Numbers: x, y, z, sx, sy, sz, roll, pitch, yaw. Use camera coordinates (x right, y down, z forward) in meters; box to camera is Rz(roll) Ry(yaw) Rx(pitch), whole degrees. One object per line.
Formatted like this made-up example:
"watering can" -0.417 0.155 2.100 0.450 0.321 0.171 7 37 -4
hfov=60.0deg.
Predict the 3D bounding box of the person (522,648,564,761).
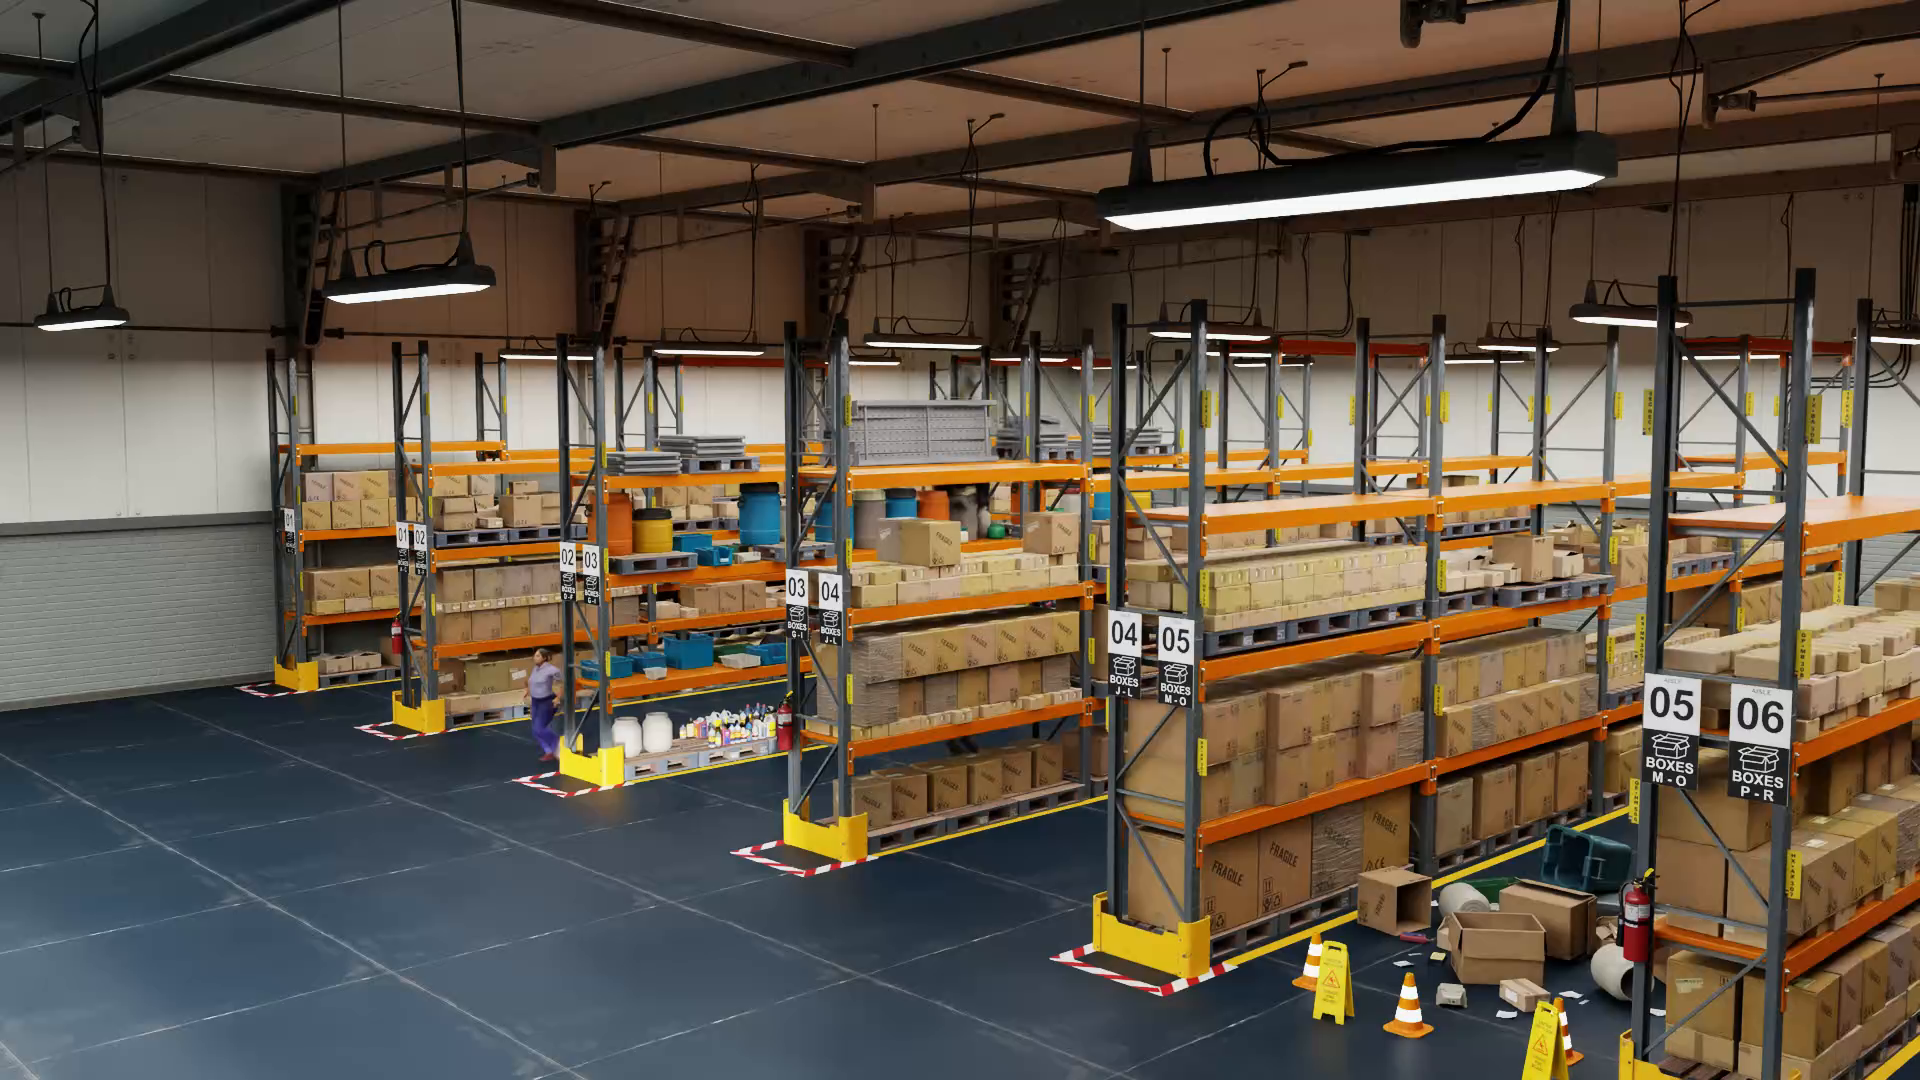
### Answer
"person" -5.892 2.335 23.480 0.631 1.609 0.563 4 6 37

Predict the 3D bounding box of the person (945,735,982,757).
"person" 0.031 2.456 22.704 0.946 1.558 0.610 -3 6 -32
